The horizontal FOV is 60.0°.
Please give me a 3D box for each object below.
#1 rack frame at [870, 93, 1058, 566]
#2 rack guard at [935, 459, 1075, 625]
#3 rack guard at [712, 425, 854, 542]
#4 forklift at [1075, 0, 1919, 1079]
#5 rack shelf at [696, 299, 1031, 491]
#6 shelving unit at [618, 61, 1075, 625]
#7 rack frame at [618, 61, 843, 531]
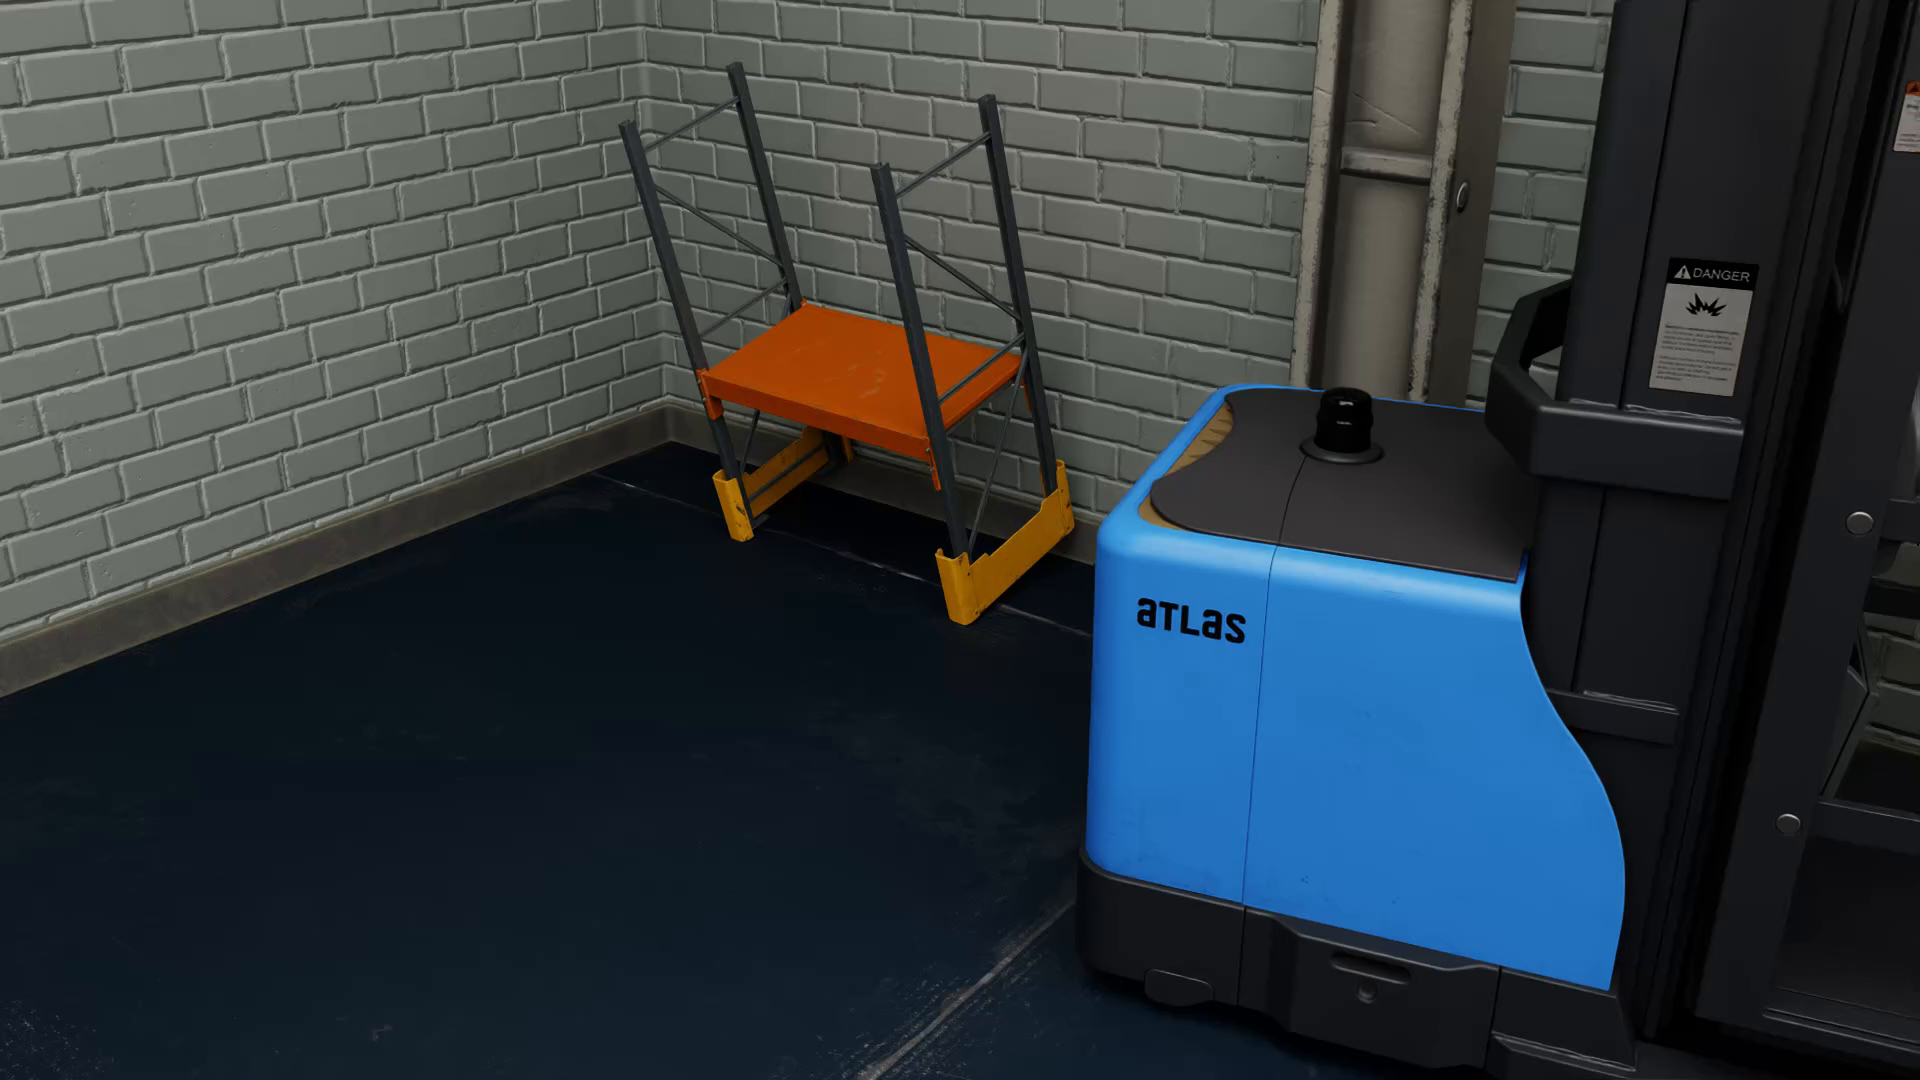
[{"bbox_3d":[0.059,-0.498,4.888,0.032,1.500,0.500,19,45,36],"label":"rack frame"},{"bbox_3d":[0.151,-0.002,5.257,0.087,0.250,0.587,19,45,36],"label":"rack guard"},{"bbox_3d":[-0.611,-0.258,5.845,0.087,0.250,0.587,19,45,36],"label":"rack guard"},{"bbox_3d":[1.817,-0.340,2.887,3.031,2.935,1.130,10,26,21],"label":"forklift"},{"bbox_3d":[-0.299,-0.485,5.291,1.000,0.185,0.538,19,45,36],"label":"rack shelf"},{"bbox_3d":[-0.337,-0.631,5.193,1.083,1.500,0.587,19,45,36],"label":"shelving unit"},{"bbox_3d":[-0.719,-0.760,5.488,0.032,1.500,0.500,19,45,36],"label":"rack frame"}]
